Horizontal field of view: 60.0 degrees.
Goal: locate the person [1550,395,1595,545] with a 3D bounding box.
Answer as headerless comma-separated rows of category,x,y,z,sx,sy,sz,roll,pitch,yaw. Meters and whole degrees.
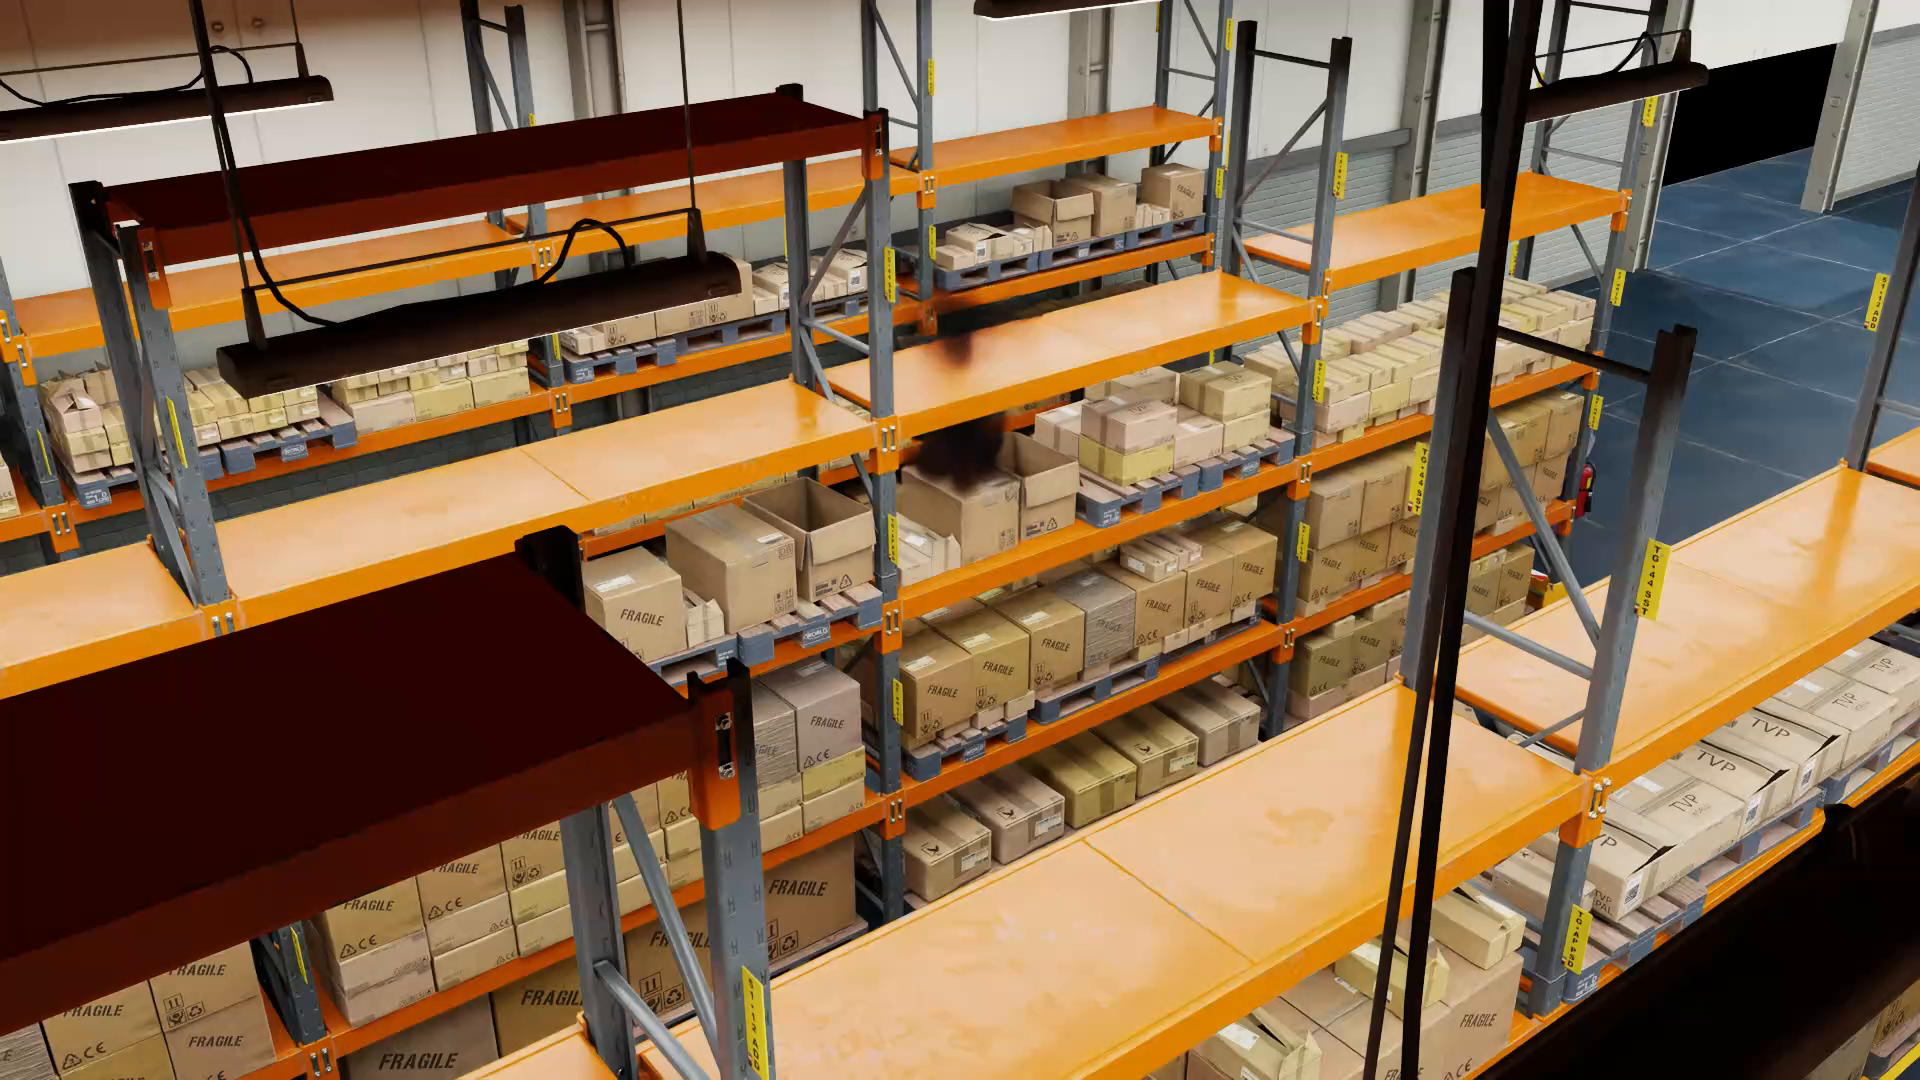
person,6.515,-0.726,17.806,0.534,1.598,0.651,-17,31,-30
